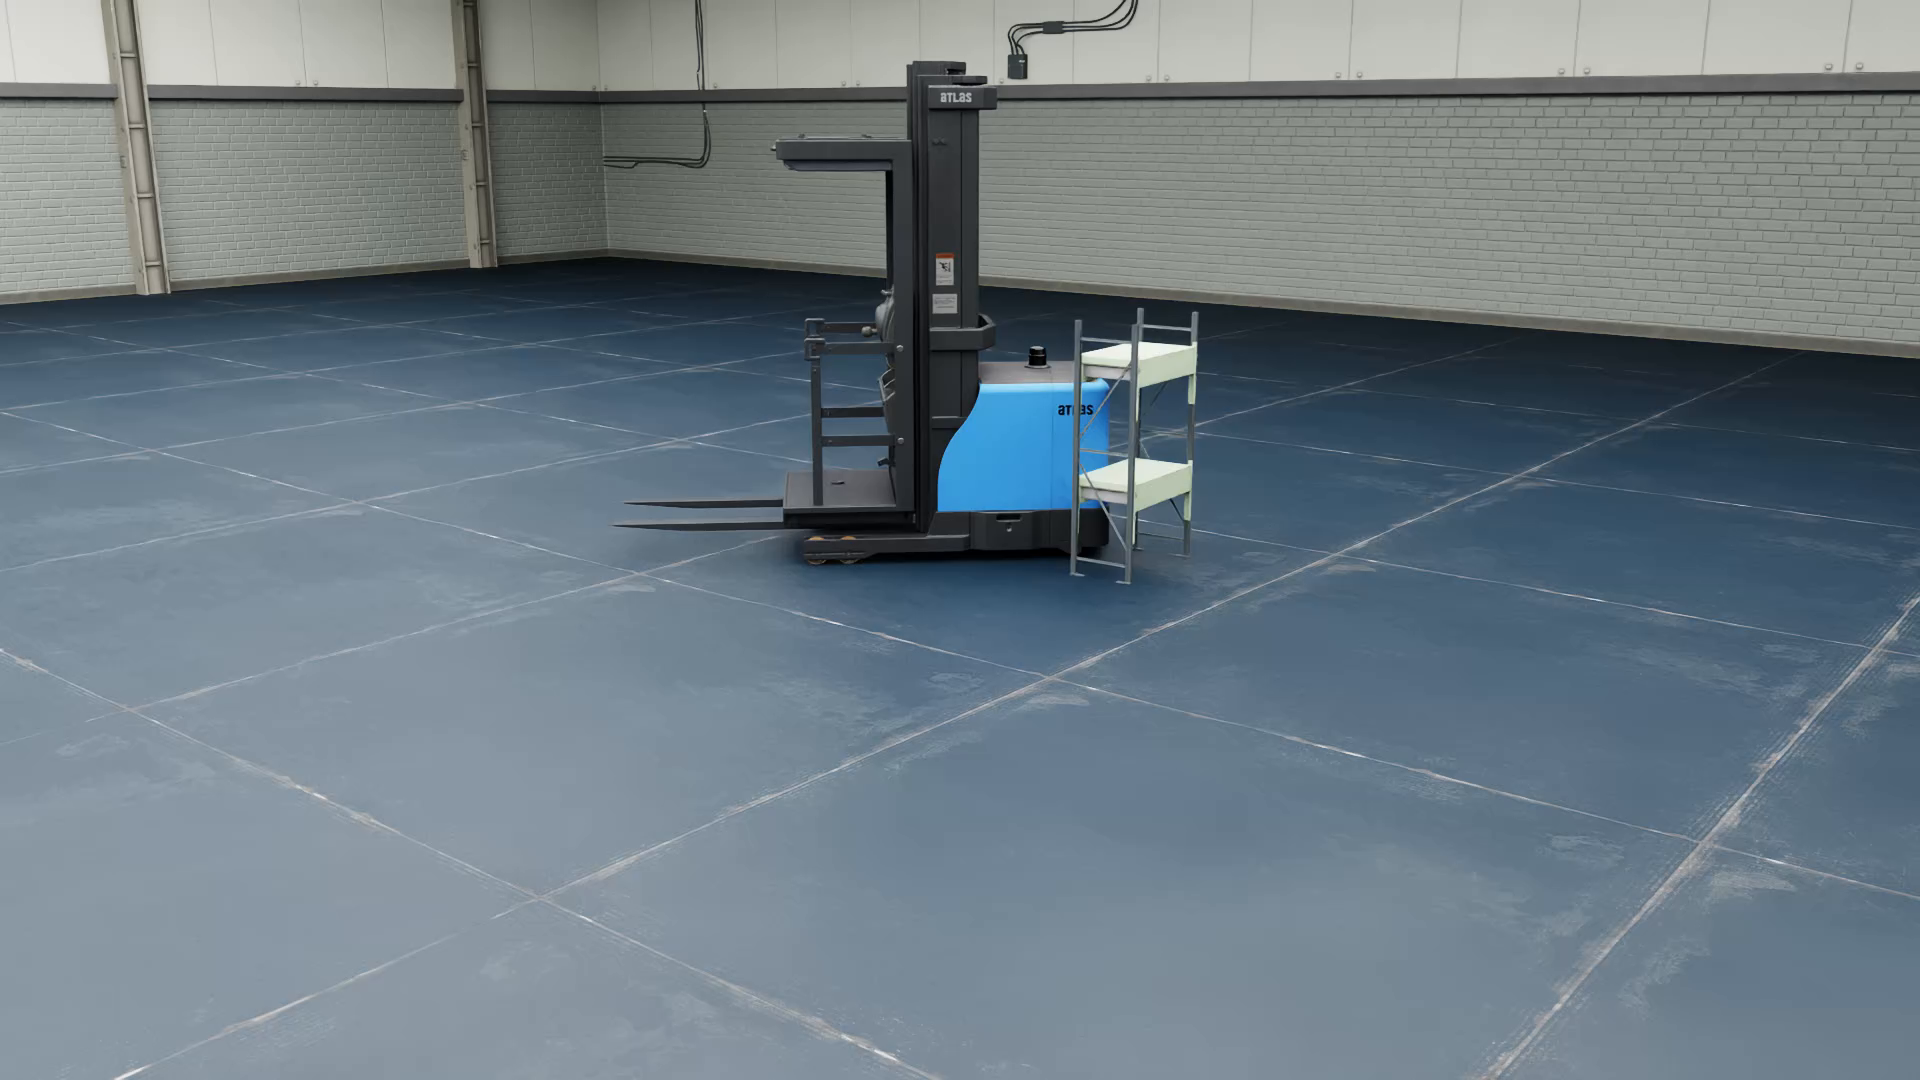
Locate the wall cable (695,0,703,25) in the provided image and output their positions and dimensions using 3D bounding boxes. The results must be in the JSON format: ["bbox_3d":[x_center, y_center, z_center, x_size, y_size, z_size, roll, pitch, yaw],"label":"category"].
[{"bbox_3d":[-3.623,-10.179,28.465,3.097,2.526,0.112,11,18,38],"label":"wall cable"}]

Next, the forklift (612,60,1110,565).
[{"bbox_3d":[-0.628,-1.408,10.211,3.031,2.935,1.130,-1,14,-5],"label":"forklift"}]

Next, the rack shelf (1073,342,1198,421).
[{"bbox_3d":[1.032,-0.949,9.726,0.431,0.370,0.720,10,17,33],"label":"rack shelf"}]

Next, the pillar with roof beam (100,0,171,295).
[{"bbox_3d":[-9.030,-7.480,21.791,9.100,9.000,0.400,11,18,38],"label":"pillar with roof beam"}]

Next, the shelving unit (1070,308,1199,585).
[{"bbox_3d":[1.032,-0.571,9.823,0.431,1.500,0.755,10,17,33],"label":"shelving unit"}]

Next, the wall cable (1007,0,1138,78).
[{"bbox_3d":[1.647,-9.831,24.139,2.305,6.003,0.169,11,18,38],"label":"wall cable"}]

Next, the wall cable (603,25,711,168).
[{"bbox_3d":[-5.727,-8.150,30.735,3.097,2.526,0.112,11,18,38],"label":"wall cable"}]

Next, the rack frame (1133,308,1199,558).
[{"bbox_3d":[1.239,-0.645,10.115,0.400,1.500,0.023,10,17,33],"label":"rack frame"}]

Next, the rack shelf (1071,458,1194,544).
[{"bbox_3d":[1.031,-0.255,9.903,0.431,0.370,0.720,10,17,33],"label":"rack shelf"}]

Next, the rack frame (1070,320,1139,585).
[{"bbox_3d":[0.824,-0.497,9.531,0.400,1.500,0.023,10,17,33],"label":"rack frame"}]

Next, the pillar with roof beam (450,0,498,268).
[{"bbox_3d":[-5.258,-8.629,26.314,9.100,9.000,0.400,11,18,38],"label":"pillar with roof beam"}]
